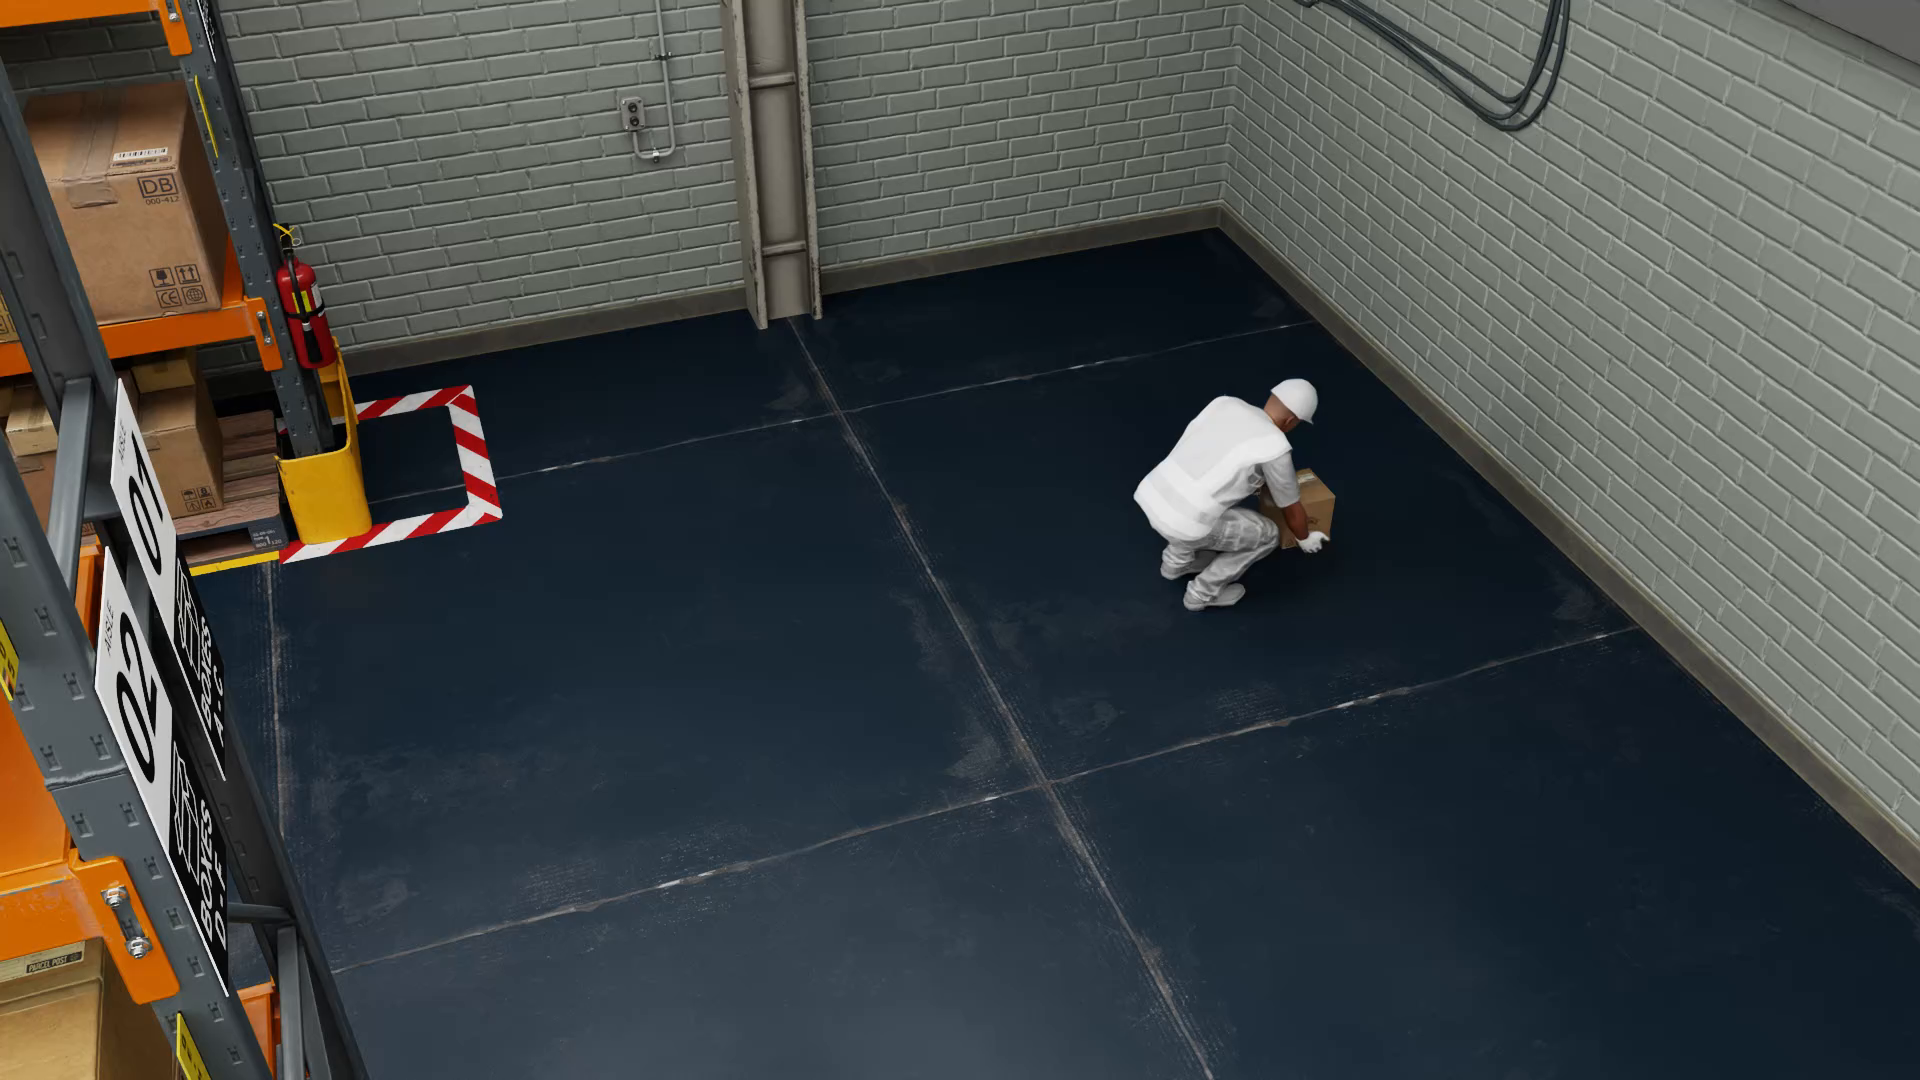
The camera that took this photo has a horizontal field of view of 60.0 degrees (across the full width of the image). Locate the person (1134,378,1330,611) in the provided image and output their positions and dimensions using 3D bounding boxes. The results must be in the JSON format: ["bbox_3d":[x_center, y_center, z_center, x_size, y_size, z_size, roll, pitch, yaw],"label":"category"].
[{"bbox_3d":[1.250,-0.233,7.712,0.912,1.014,0.578,-13,39,-16],"label":"person"}]
